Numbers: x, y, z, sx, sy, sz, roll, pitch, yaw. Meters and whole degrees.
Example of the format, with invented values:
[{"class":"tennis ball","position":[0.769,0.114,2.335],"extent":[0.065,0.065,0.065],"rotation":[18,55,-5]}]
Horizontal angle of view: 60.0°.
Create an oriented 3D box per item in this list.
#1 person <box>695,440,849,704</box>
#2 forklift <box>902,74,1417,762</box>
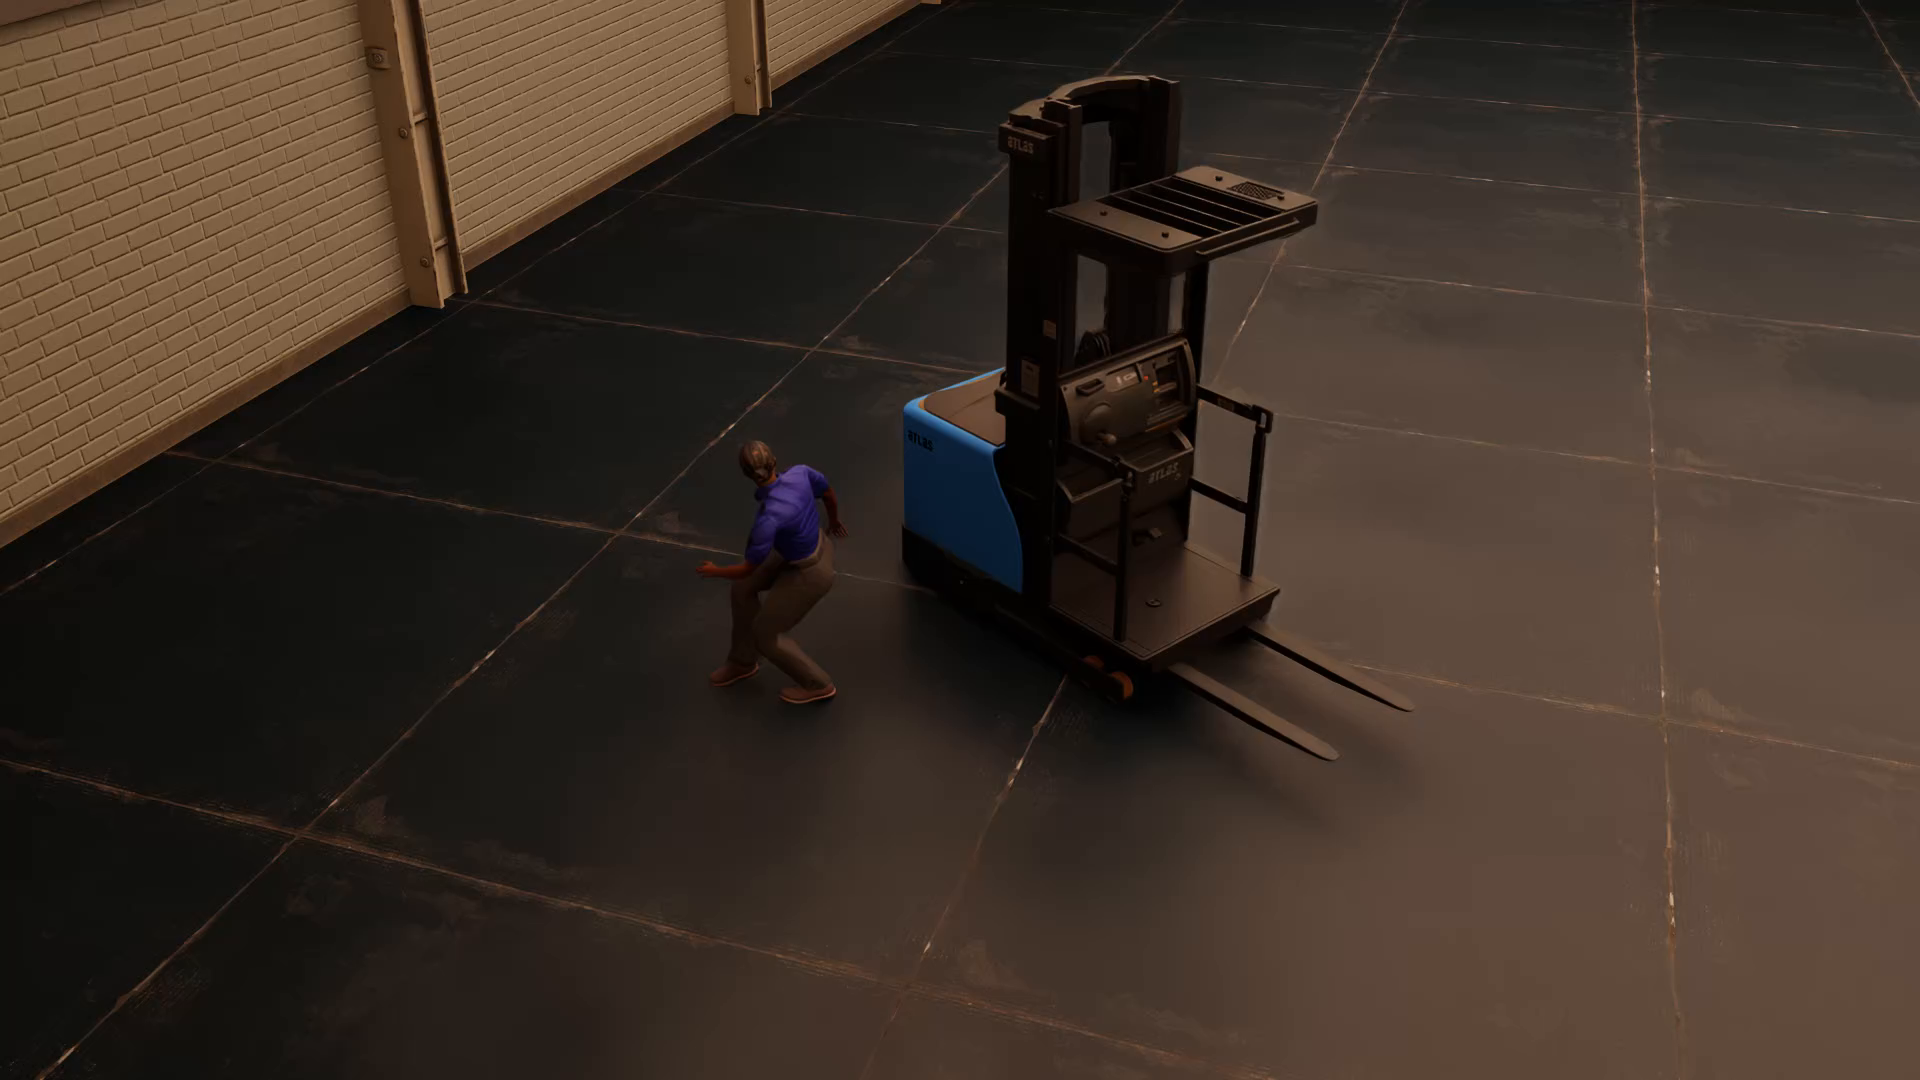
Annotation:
[{"class":"person","position":[-0.964,0.109,8.457],"extent":[0.739,1.466,0.683],"rotation":[2,30,3]},{"class":"forklift","position":[1.010,-0.712,8.386],"extent":[1.130,2.935,3.031],"rotation":[-23,37,-35]}]
